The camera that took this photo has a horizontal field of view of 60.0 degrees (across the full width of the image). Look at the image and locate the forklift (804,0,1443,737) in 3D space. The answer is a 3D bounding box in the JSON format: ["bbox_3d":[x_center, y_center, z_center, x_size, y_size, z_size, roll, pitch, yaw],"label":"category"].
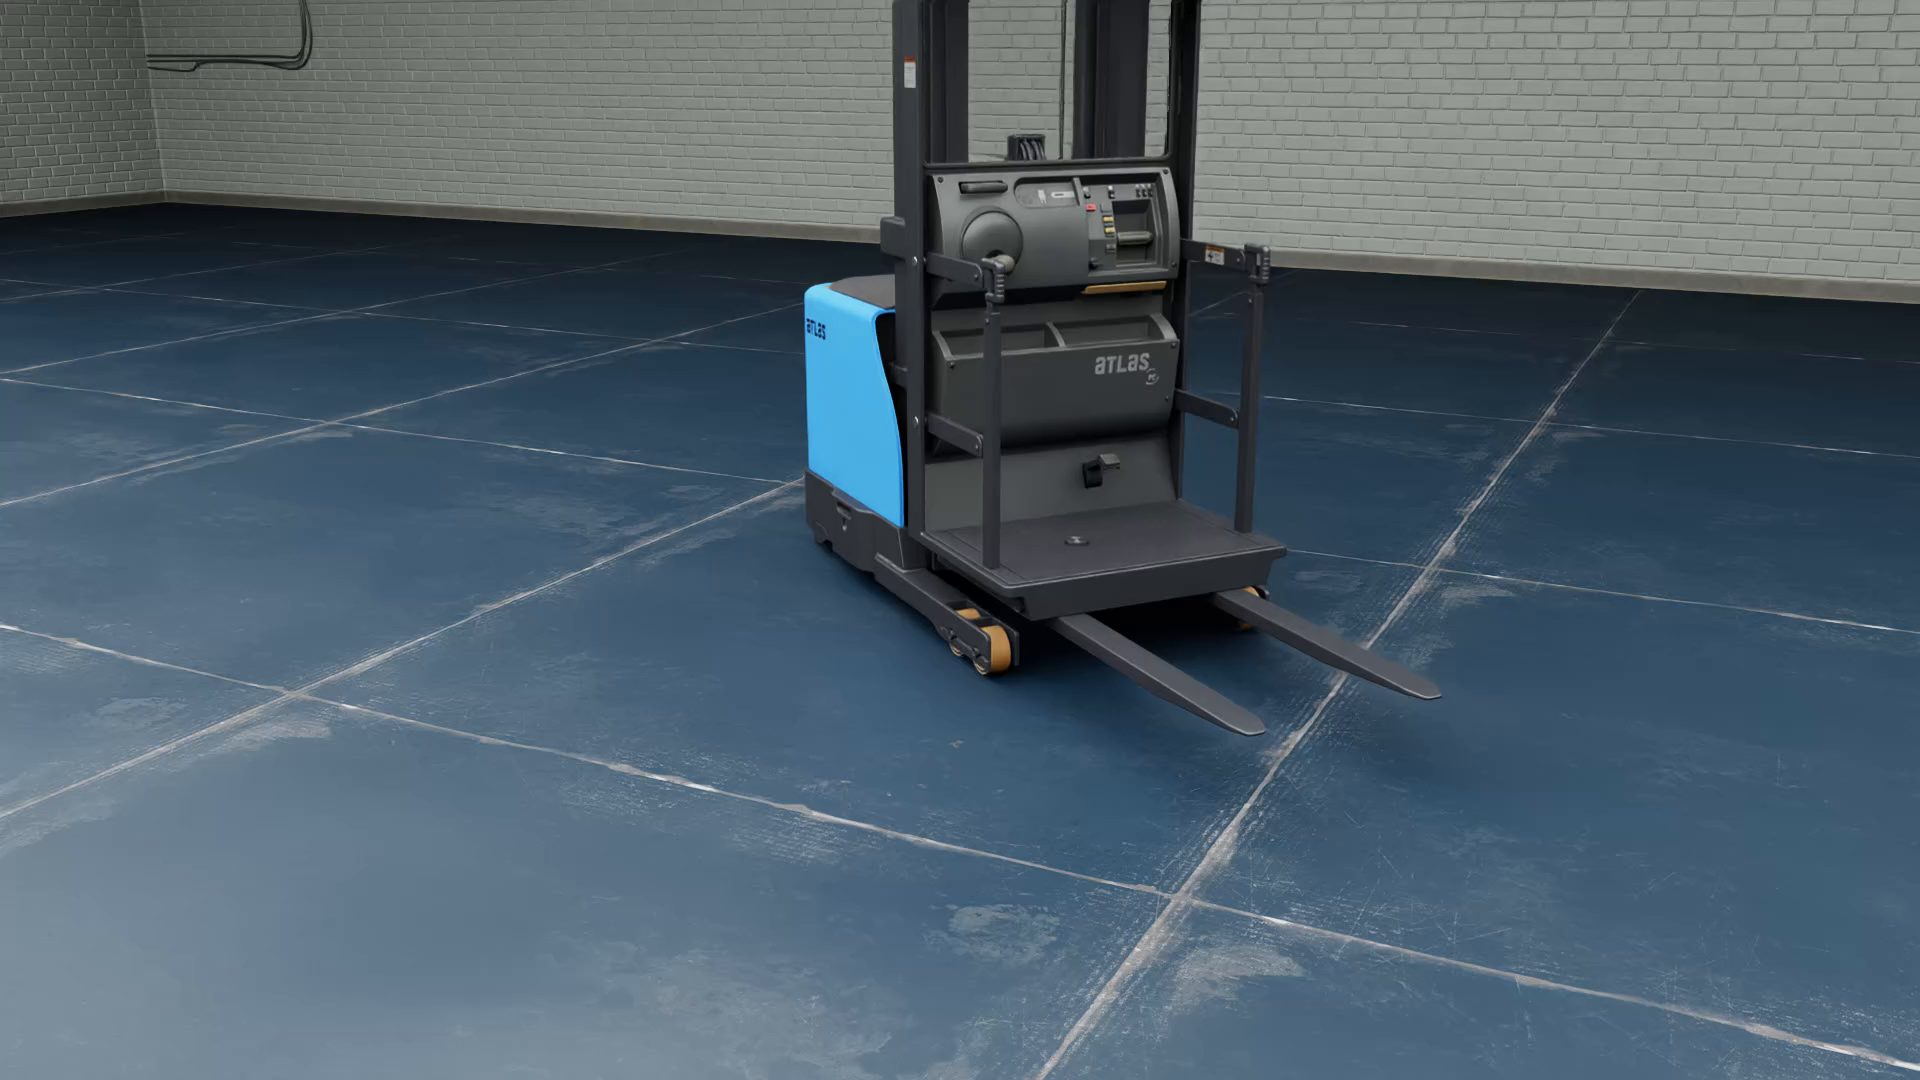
[{"bbox_3d":[0.435,-1.097,5.571,1.130,2.935,3.031,-8,18,-24],"label":"forklift"}]

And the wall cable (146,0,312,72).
[{"bbox_3d":[-9.333,-7.154,20.759,3.097,2.526,0.112,8,18,25],"label":"wall cable"}]
